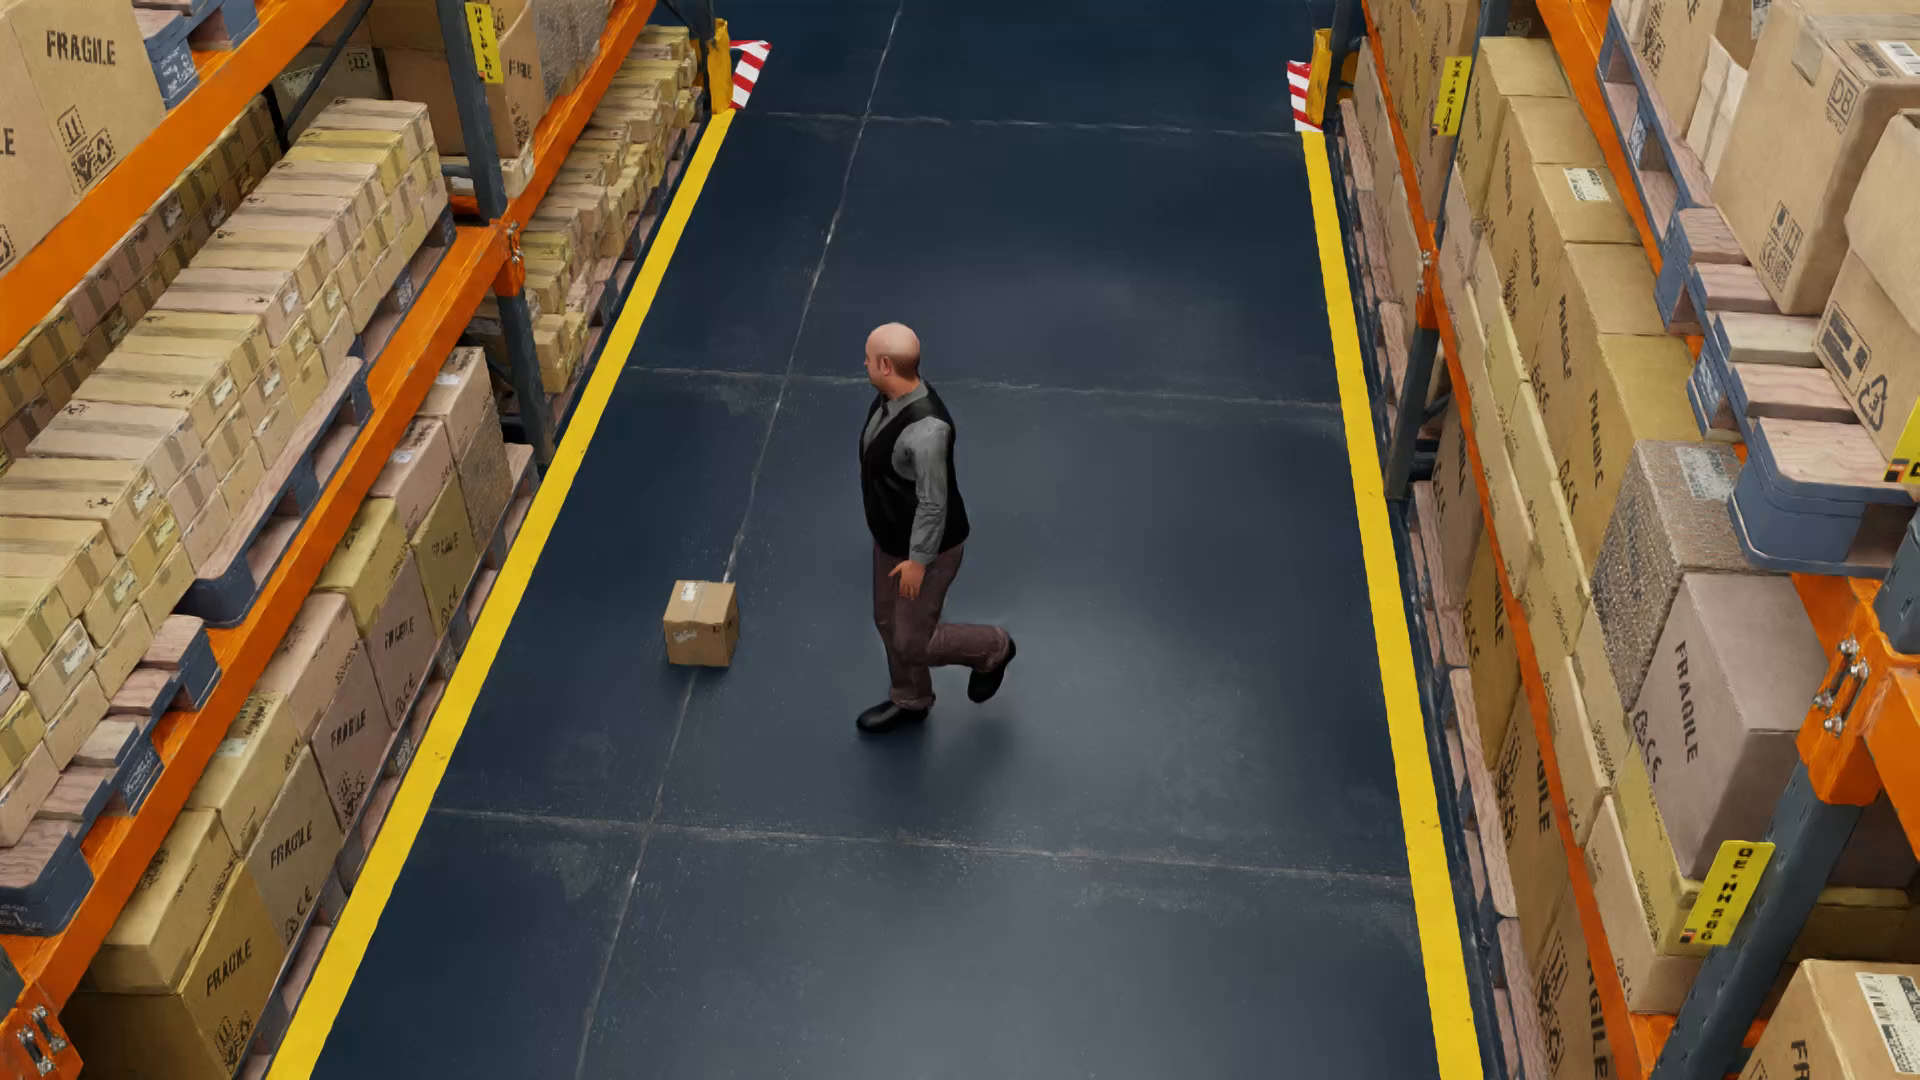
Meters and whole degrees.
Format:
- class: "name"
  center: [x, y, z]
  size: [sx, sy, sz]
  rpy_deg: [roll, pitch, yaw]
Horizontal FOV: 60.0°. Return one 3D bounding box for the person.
- class: "person"
  center: [-0.139, -0.031, 6.234]
  size: [0.660, 1.700, 0.585]
  rpy_deg: [-13, 42, -16]
